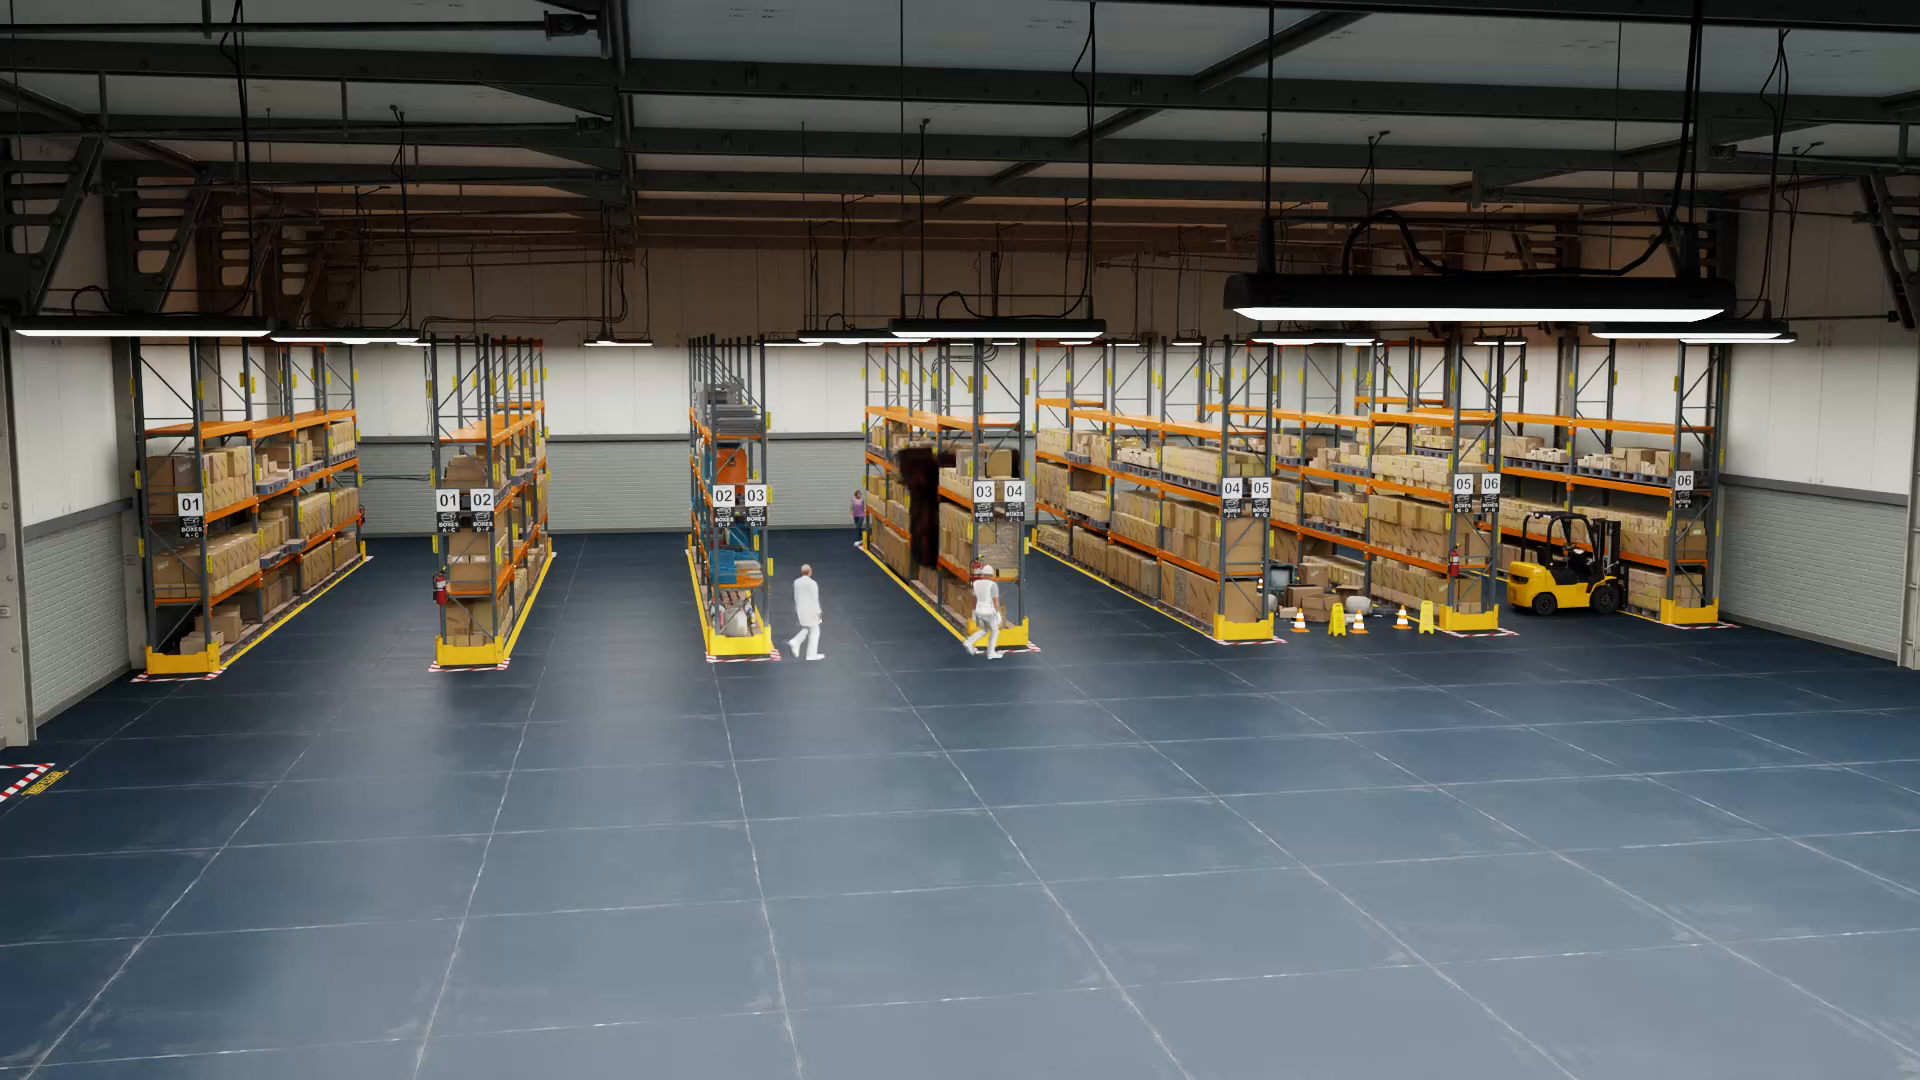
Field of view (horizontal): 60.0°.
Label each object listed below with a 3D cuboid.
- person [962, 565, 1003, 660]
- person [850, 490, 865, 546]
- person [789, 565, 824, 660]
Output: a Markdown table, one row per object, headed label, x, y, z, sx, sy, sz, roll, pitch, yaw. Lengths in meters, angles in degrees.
| label | x | y | z | sx | sy | sz | roll | pitch | yaw |
| --- | --- | --- | --- | --- | --- | --- | --- | --- | --- |
| person | 0.460 | 1.342 | 30.633 | 0.746 | 1.764 | 0.568 | -3 | 7 | -26 |
| person | -3.020 | -0.652 | 48.831 | 0.375 | 1.627 | 0.649 | 3 | 7 | 27 |
| person | -2.835 | 1.336 | 30.652 | 0.622 | 1.764 | 0.648 | -6 | 9 | -40 |
